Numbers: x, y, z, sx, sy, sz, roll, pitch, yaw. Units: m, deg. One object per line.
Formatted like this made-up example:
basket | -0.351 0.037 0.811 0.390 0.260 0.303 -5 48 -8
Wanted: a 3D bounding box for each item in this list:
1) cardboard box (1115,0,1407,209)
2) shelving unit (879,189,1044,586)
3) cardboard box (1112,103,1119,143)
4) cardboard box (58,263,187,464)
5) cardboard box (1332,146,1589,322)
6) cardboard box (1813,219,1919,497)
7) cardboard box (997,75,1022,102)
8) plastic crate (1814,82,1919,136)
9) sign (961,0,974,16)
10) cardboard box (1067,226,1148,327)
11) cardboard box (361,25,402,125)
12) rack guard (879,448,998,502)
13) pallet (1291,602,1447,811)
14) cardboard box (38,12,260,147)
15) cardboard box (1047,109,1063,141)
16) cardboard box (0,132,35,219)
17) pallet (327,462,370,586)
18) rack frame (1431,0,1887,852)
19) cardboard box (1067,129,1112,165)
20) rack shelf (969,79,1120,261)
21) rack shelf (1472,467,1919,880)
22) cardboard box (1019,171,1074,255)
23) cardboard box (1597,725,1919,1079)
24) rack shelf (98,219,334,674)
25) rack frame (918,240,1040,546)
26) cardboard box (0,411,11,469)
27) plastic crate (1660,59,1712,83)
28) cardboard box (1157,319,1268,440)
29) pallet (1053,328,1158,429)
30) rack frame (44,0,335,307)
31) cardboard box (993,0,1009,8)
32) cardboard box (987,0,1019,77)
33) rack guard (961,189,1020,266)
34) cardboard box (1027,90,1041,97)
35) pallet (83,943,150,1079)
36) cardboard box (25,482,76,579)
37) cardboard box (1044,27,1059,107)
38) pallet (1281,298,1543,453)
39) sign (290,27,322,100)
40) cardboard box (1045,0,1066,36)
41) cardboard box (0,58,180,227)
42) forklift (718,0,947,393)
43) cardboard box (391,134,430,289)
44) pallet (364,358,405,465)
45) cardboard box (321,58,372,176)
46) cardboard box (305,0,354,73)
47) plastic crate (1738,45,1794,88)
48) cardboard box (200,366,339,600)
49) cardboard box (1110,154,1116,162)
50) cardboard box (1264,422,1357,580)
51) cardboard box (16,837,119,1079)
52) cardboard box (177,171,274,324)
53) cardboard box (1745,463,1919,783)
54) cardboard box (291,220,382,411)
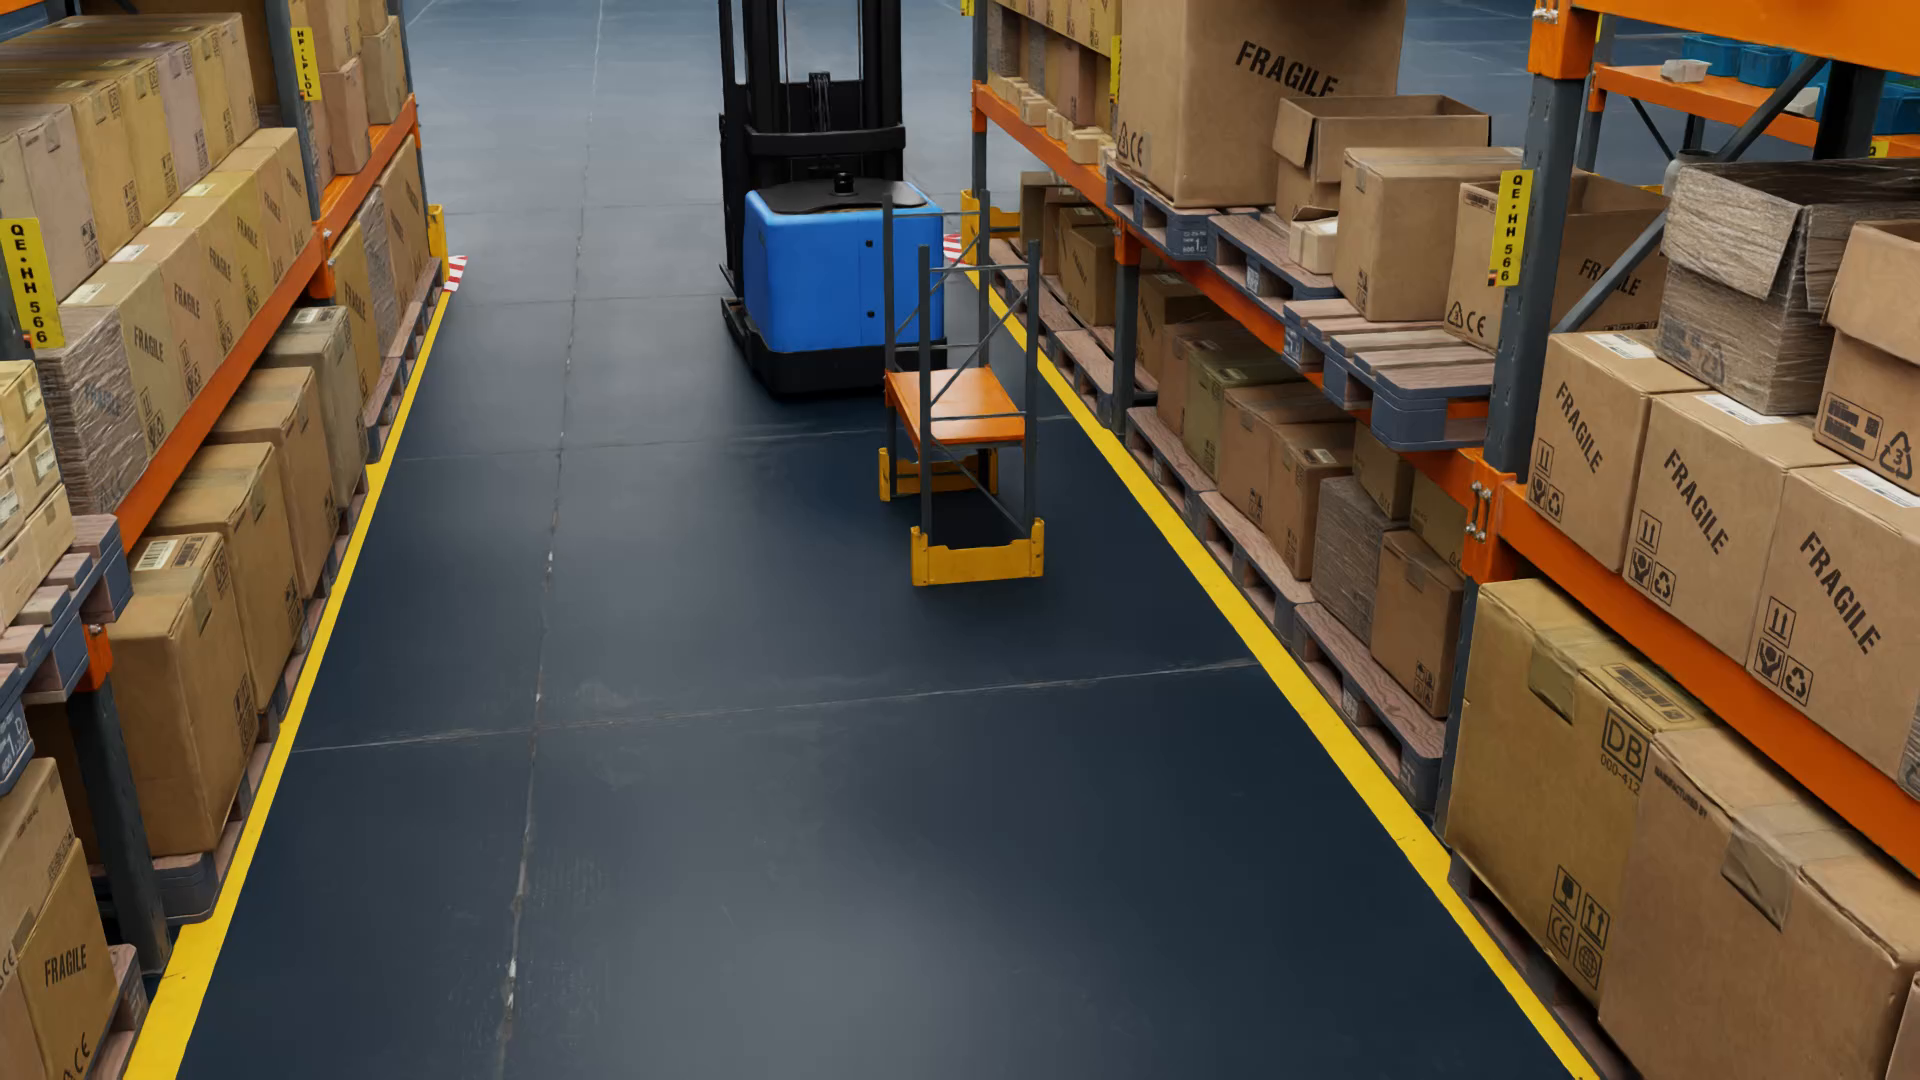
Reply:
cardboard box | 1.341 -2.137 7.620 1.000 1.000 1.000 -4 24 -9
shelving unit | -0.014 -0.717 7.518 0.587 1.500 1.083 -4 24 -10
cardboard box | 1.309 -2.356 8.900 0.875 0.500 0.500 -4 24 -10
cardboard box | -2.737 -0.534 5.099 0.500 0.500 0.500 -5 24 -10
cardboard box | 1.730 -1.079 5.822 0.700 0.500 0.500 -1 24 -2
cardboard box | 2.308 -0.379 3.492 0.797 0.503 0.637 -4 24 -9
cardboard box | 0.469 -3.121 11.463 0.380 0.149 0.250 -4 24 -10
plastic crate | 5.727 -2.706 10.383 0.499 0.251 0.616 -4 24 -10
sign | 0.059 -3.922 11.901 0.100 0.325 0.005 -4 24 -10
cardboard box | 0.991 -1.662 10.407 0.500 0.500 0.500 -6 24 -14
cardboard box | -4.065 -2.950 10.568 0.875 0.550 0.550 -4 24 -10
rack guard | -0.106 -0.340 8.217 0.587 0.250 0.087 -4 24 -10
pallet | 1.928 0.552 6.223 1.003 0.211 1.213 -4 24 -10
cardboard box | -3.464 -1.974 7.148 0.700 0.500 0.500 -5 24 -11
cardboard box | 0.740 -2.531 10.111 0.380 0.149 0.250 -4 24 -10
cardboard box | -2.895 -0.773 4.398 0.700 0.500 0.500 -4 24 -10
pallet | -3.345 -0.089 7.690 1.003 0.211 1.213 -4 24 -10
rack frame | 2.071 -0.419 4.961 1.000 3.000 0.127 -4 24 -10
cardboard box | 0.823 -2.232 9.426 0.380 0.149 0.250 -4 24 -10
rack shelf | 0.962 -2.449 10.509 1.077 0.370 4.000 -4 24 -10
rack shelf | 2.441 0.698 3.304 1.077 0.370 4.000 -4 24 -10
cardboard box | 0.691 -2.366 12.017 0.500 0.500 0.500 0 24 0
cardboard box | 2.335 0.987 3.873 1.225 0.875 0.875 -4 24 -10
rack shelf | -3.192 -0.548 6.157 1.077 0.370 4.000 -4 24 -10
rack frame | 0.078 -0.521 7.069 0.500 1.500 0.032 -4 24 -10
cardboard box | -2.237 -0.184 3.469 0.380 0.149 0.250 -5 24 -10
plastic crate | 5.309 -3.435 12.198 0.298 0.136 0.250 -4 24 -10
cardboard box | 1.424 -0.805 8.419 0.700 0.500 0.500 -6 24 -14
pallet | 1.172 -0.976 9.721 1.003 0.211 1.213 -4 24 -10
rack frame | -3.562 -1.665 7.814 1.000 3.000 0.127 -4 24 -10
cardboard box | 0.511 -3.772 10.893 0.500 0.500 0.500 -4 24 -10
cardboard box | 0.666 -3.529 11.586 0.875 0.500 0.500 -4 24 -10
rack guard | 0.606 -2.390 12.598 1.175 0.500 0.348 -4 24 -10
cardboard box | 0.648 -2.829 10.795 0.380 0.149 0.250 -4 24 -10
pallet | -2.679 1.494 4.066 1.003 0.211 1.213 -4 24 -10
cardboard box | -2.279 -0.009 3.812 0.380 0.149 0.250 -4 24 -9
cardboard box | 1.008 -2.944 10.247 0.875 0.500 0.500 -4 24 -10
pallet | 1.835 -0.603 5.623 1.213 0.211 1.003 -4 24 -10
sign | -3.030 -2.203 7.699 0.100 0.325 0.005 -4 24 -10
cardboard box | 0.792 -3.182 9.543 0.500 0.500 0.500 -4 24 -10
cardboard box | -3.182 -1.374 5.775 0.700 0.500 0.500 -5 24 -10
forklift | -0.960 -2.745 10.372 1.130 2.935 3.031 -6 24 -14
cardboard box | -4.111 -2.195 11.158 0.875 0.875 0.875 -4 24 -9
pallet | -3.625 -0.692 9.070 1.003 0.211 1.213 -4 24 -10
cardboard box | -3.750 -2.314 9.112 0.875 0.550 0.550 -4 24 -10
cardboard box | -3.777 -2.806 8.891 0.875 0.550 0.550 -4 24 -10
plastic crate | 5.960 -3.433 12.049 0.499 0.251 0.408 -4 24 -10
cardboard box | -3.184 -0.209 6.767 1.050 0.750 0.750 -4 24 -10
cardboard box | 1.003 -1.940 8.758 0.380 0.149 0.250 -4 24 -10
cardboard box | 1.701 -0.177 6.980 0.700 0.500 0.500 -2 24 -5
cardboard box | -2.443 1.101 4.080 0.500 0.500 0.500 -4 24 -10
cardboard box | -3.016 -1.128 6.459 0.500 0.500 0.500 -4 24 -9
cardboard box | 2.089 0.151 3.532 0.500 0.500 0.500 -5 24 -11
cardboard box | -3.609 -1.136 8.734 0.875 0.875 0.875 -4 24 -9
